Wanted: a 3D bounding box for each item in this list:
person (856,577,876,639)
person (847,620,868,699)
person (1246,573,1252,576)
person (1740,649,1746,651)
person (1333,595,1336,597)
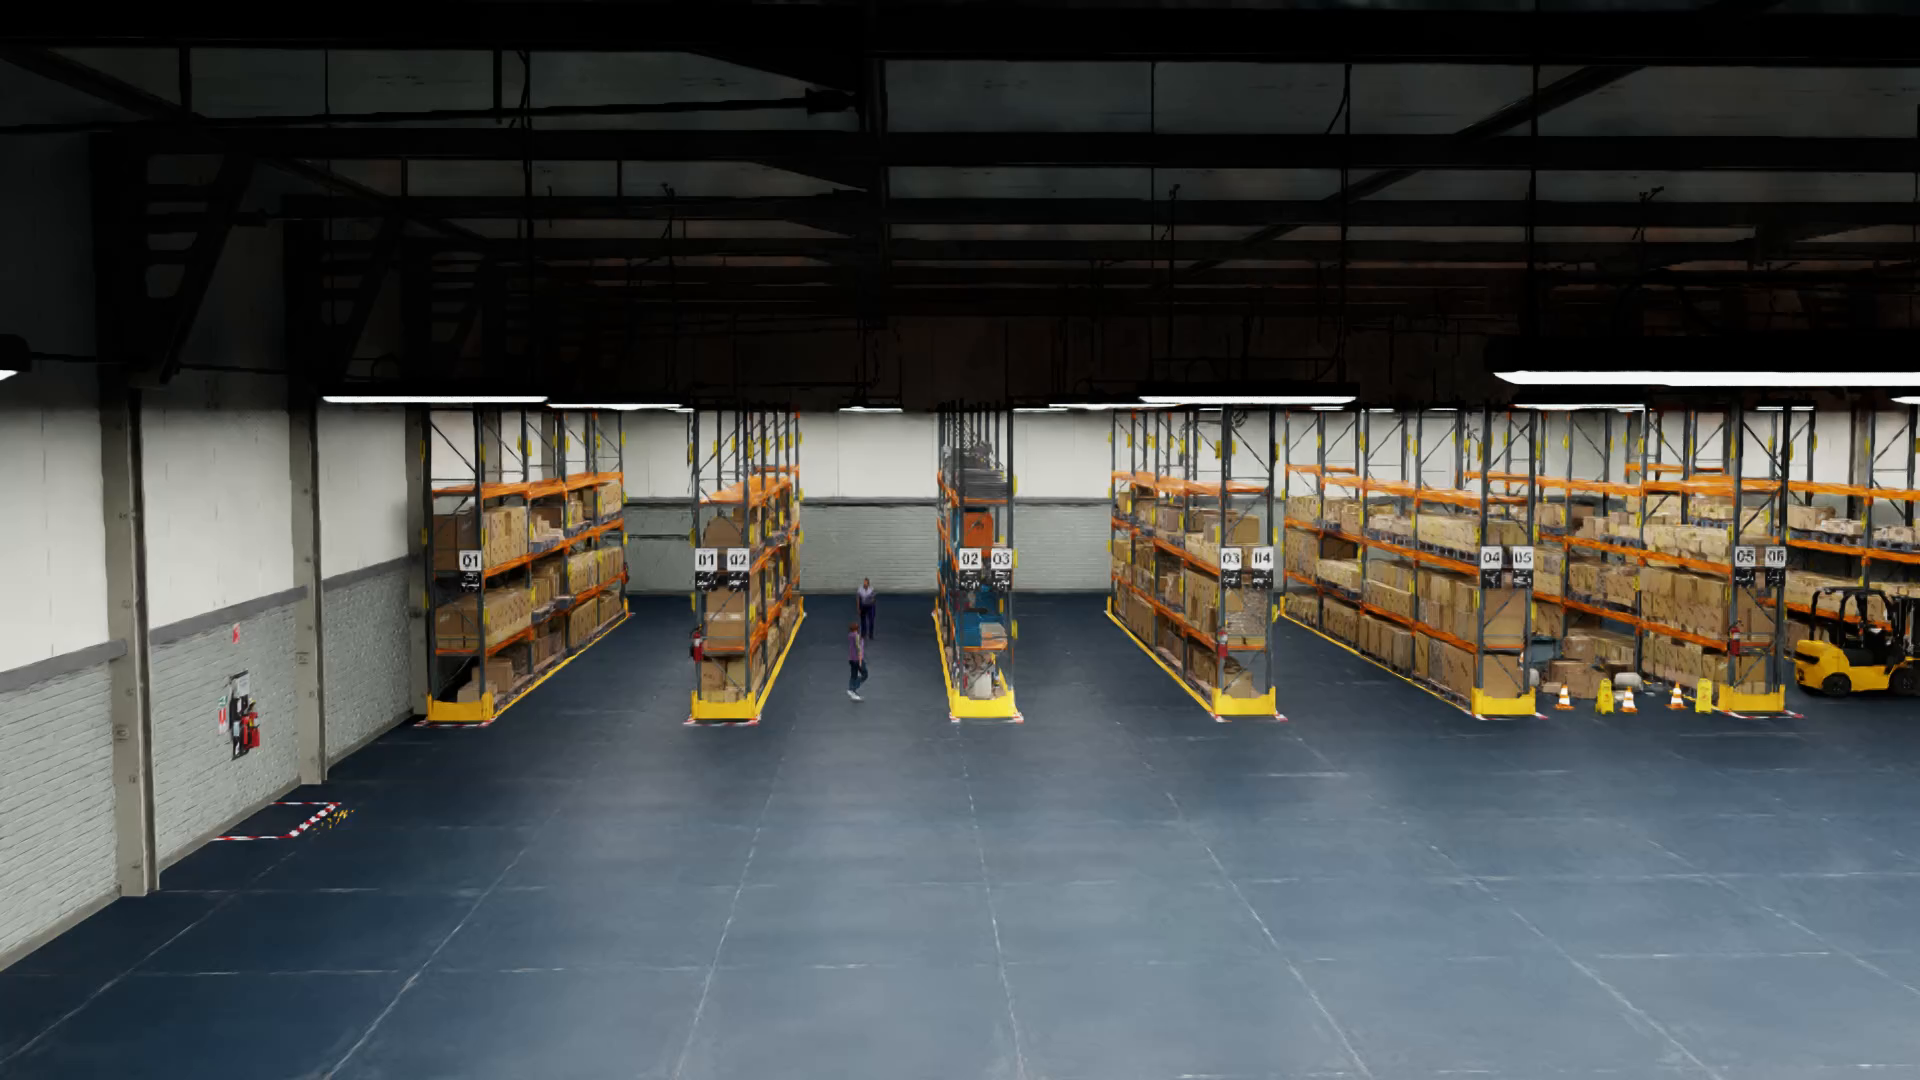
[{"bbox_3d":[-2.395,1.712,42.285,0.480,1.563,1.079,0,4,0],"label":"person"},{"bbox_3d":[-2.095,2.405,33.208,0.407,1.594,0.459,-3,5,-32],"label":"person"},{"bbox_3d":[7.719,1.473,44.732,0.677,1.726,0.574,0,4,-4],"label":"person"},{"bbox_3d":[16.730,2.159,35.772,0.477,1.675,0.493,2,5,29],"label":"person"},{"bbox_3d":[11.776,1.025,50.988,0.643,1.660,0.503,-4,6,-43],"label":"person"}]
